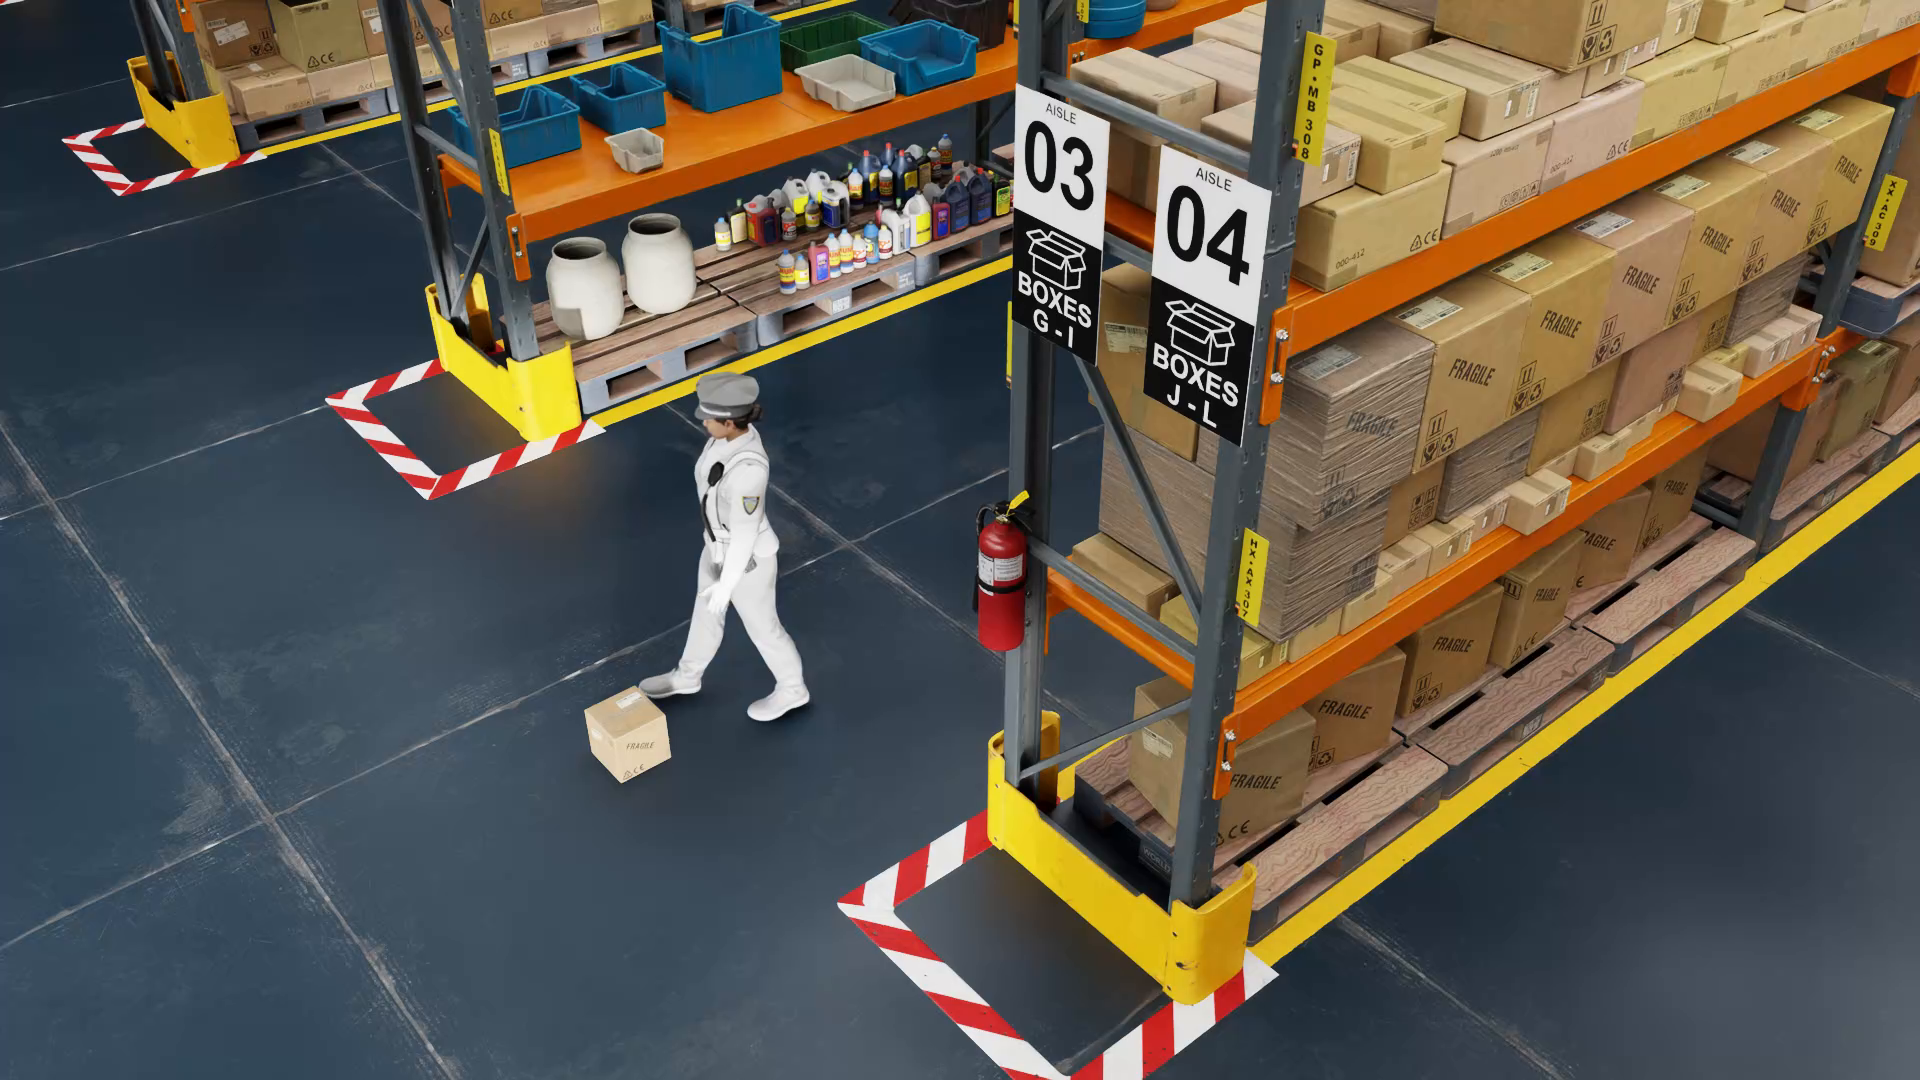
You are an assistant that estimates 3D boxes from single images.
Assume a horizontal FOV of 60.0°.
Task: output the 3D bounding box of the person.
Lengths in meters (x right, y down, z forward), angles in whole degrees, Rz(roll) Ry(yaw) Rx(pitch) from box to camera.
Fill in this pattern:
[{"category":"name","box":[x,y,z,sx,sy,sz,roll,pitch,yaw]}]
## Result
[{"category":"person","box":[-1.044,0.087,6.937,0.721,1.659,0.499,-12,38,-16]}]
